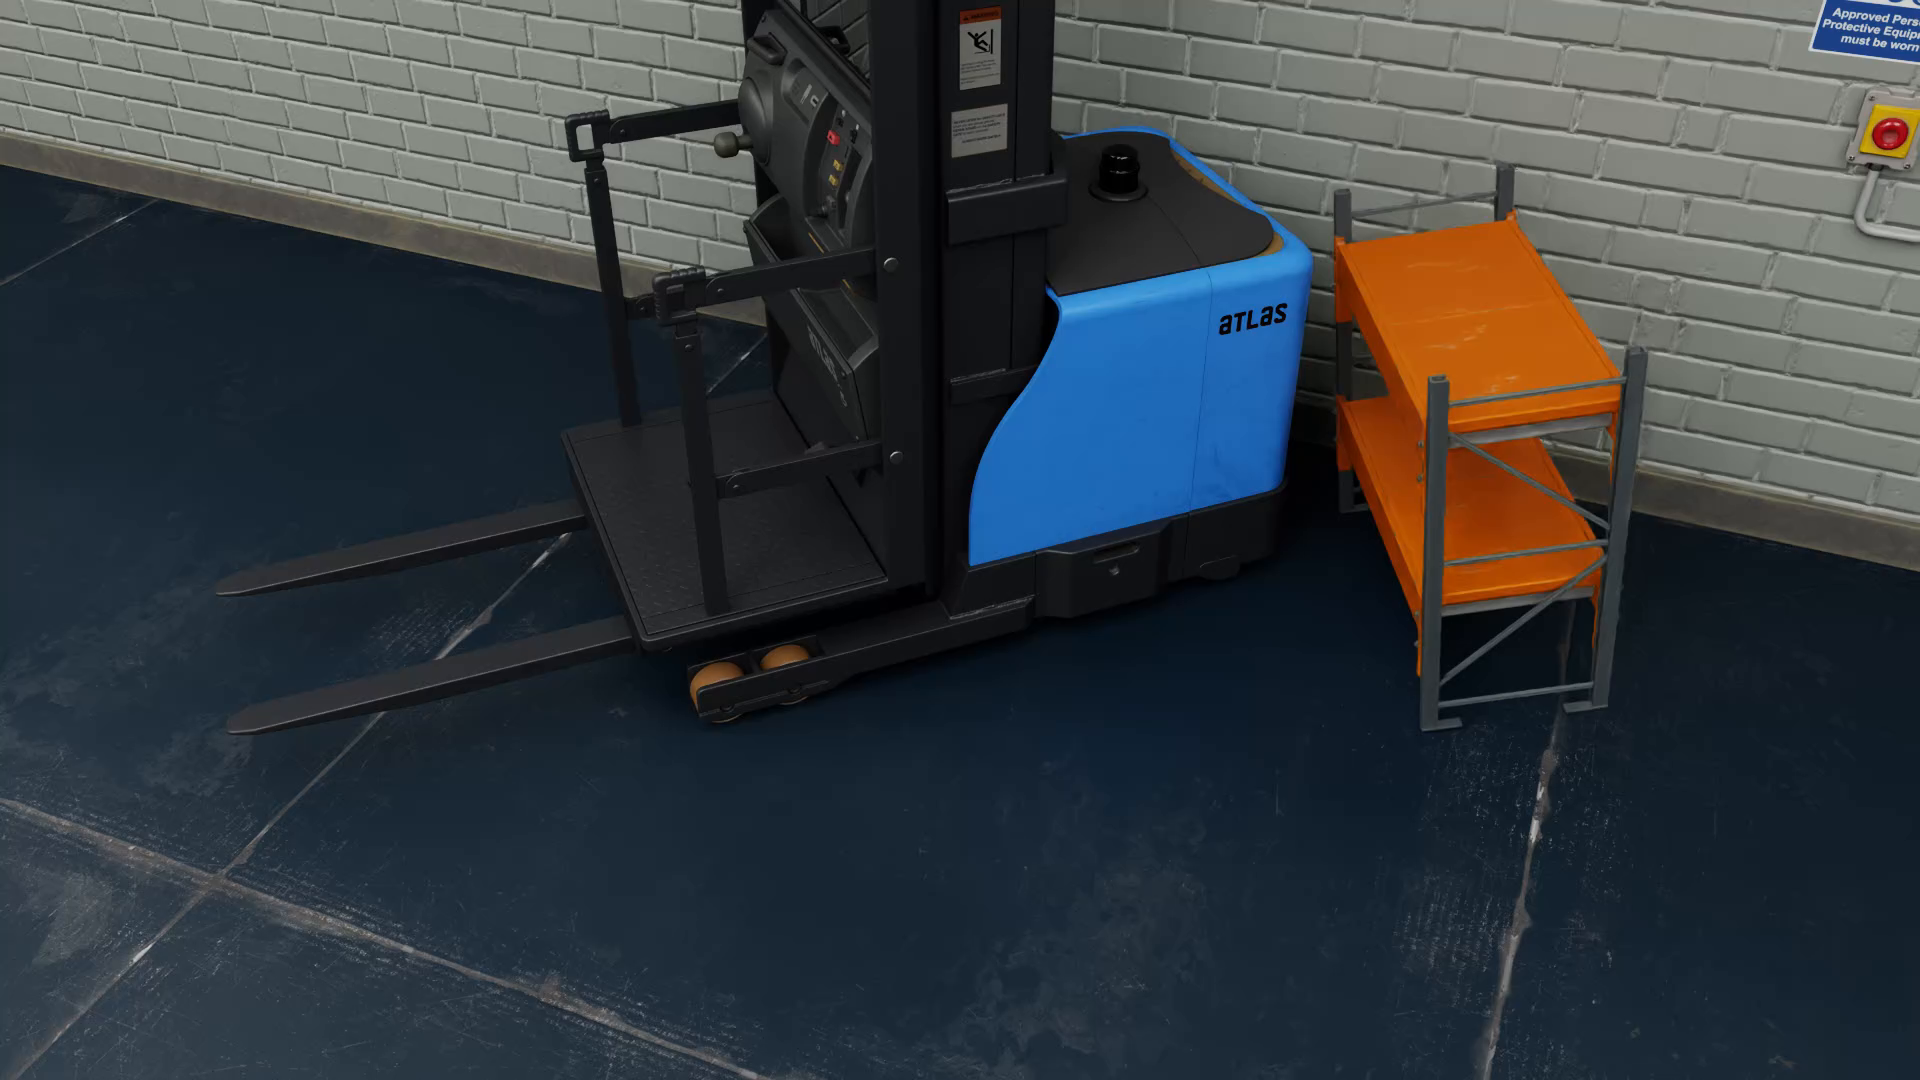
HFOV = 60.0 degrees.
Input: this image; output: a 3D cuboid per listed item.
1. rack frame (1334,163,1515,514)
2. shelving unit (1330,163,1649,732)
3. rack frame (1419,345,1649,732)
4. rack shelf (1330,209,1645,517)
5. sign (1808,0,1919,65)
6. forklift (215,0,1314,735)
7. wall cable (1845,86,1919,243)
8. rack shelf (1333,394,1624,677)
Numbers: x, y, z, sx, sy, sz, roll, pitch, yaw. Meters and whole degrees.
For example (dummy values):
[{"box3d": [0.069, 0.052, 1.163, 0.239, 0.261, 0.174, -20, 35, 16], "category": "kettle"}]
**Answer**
[{"box3d": [1.388, -0.572, 5.013, 0.500, 1.125, 0.032, -8, 37, 3], "category": "rack frame"}, {"box3d": [1.406, -0.268, 4.606, 0.538, 1.125, 1.048, -8, 37, 3], "category": "shelving unit"}, {"box3d": [1.425, 0.036, 4.199, 0.500, 1.125, 0.032, -8, 37, 3], "category": "rack frame"}, {"box3d": [1.363, -0.499, 4.432, 0.538, 0.278, 1.000, -8, 37, 3], "category": "rack shelf"}, {"box3d": [2.422, -1.360, 4.339, 0.327, 0.218, 0.001, 14, 39, 18], "category": "sign"}, {"box3d": [-0.584, -1.031, 4.182, 3.031, 2.935, 1.130, -14, 39, -18], "category": "forklift"}, {"box3d": [2.443, -1.627, 4.046, 0.585, 1.953, 0.123, 14, 39, 18], "category": "wall cable"}, {"box3d": [1.442, -0.075, 4.752, 0.538, 0.278, 1.000, -8, 37, 3], "category": "rack shelf"}]
